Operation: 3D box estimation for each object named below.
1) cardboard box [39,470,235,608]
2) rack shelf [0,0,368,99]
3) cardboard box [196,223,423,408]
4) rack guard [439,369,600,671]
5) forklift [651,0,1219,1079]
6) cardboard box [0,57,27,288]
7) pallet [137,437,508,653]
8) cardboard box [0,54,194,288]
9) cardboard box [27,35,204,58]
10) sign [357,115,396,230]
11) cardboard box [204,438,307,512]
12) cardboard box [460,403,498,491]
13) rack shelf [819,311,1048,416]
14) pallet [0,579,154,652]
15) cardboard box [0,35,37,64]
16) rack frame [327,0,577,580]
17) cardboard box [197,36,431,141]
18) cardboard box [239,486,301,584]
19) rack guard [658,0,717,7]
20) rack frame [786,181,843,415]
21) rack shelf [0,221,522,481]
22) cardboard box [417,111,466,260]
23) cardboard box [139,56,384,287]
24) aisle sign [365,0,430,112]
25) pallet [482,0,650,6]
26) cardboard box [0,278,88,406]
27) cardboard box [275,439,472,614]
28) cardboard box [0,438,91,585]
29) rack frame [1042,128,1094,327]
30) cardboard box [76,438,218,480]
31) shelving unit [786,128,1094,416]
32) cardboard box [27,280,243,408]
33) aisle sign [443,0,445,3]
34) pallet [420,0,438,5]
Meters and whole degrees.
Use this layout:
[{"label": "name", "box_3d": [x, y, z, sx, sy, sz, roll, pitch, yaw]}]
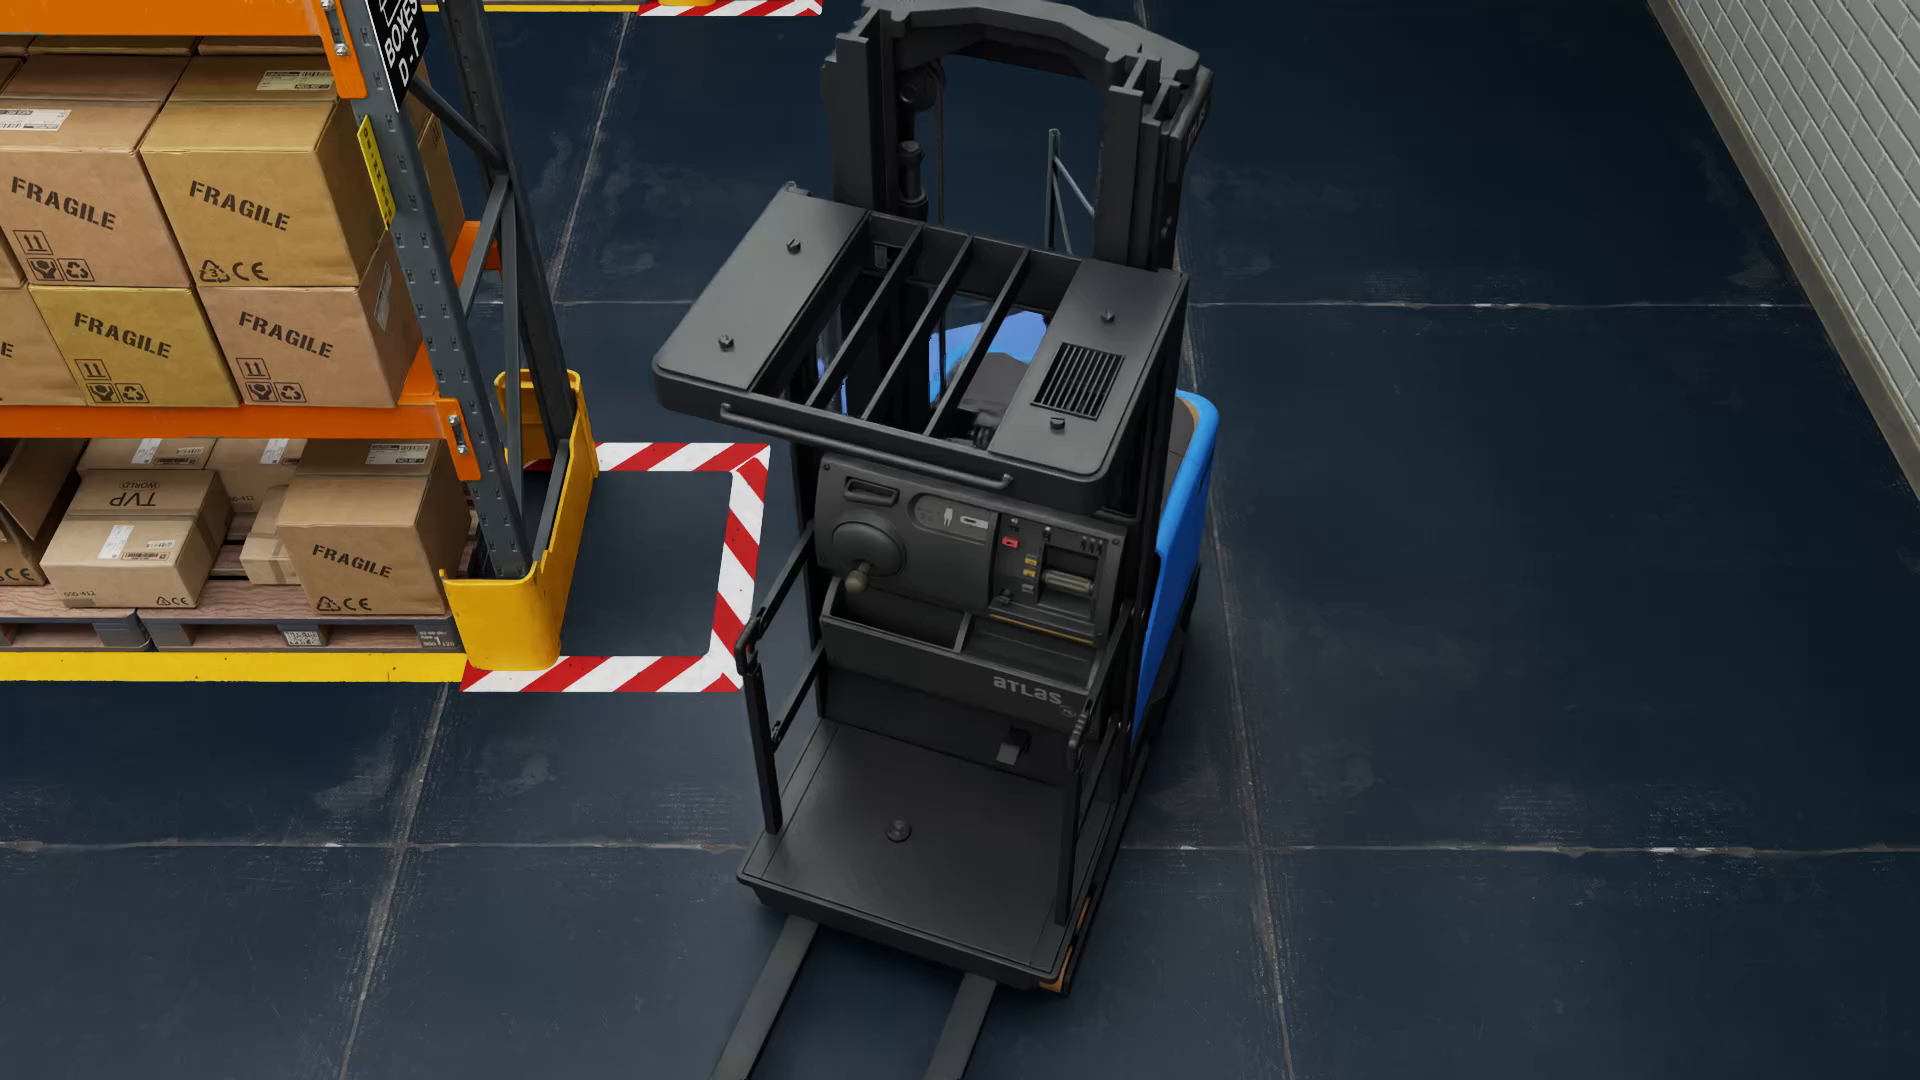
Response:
[{"label": "cardboard box", "box_3d": [-3.136, -0.009, 6.368, 0.500, 0.250, 0.500, 0, 47, 0]}, {"label": "rack shelf", "box_3d": [-3.641, -1.732, 4.836, 4.000, 0.370, 1.077, 0, 47, 0]}, {"label": "cardboard box", "box_3d": [-2.090, -0.786, 5.445, 0.500, 0.500, 0.500, 1, 47, 1]}, {"label": "rack guard", "box_3d": [-1.717, -0.099, 6.581, 0.348, 0.500, 1.175, 0, 47, 0]}, {"label": "forklift", "box_3d": [-0.055, 0.131, 4.707, 1.130, 2.935, 3.031, 15, 49, 13]}, {"label": "cardboard box", "box_3d": [-3.111, -1.123, 5.076, 0.500, 0.500, 0.500, 1, 47, 1]}, {"label": "pallet", "box_3d": [-2.515, -0.002, 6.688, 1.213, 0.211, 1.003, 0, 47, 0]}, {"label": "cardboard box", "box_3d": [-2.593, -1.125, 5.078, 0.500, 0.500, 0.500, 1, 47, 1]}, {"label": "cardboard box", "box_3d": [-2.607, -1.515, 5.440, 0.500, 0.500, 0.500, 1, 47, 1]}, {"label": "sign", "box_3d": [-1.664, -1.046, 4.748, 0.005, 0.325, 0.100, 0, 47, 0]}, {"label": "cardboard box", "box_3d": [-2.684, -0.374, 6.707, 0.500, 0.250, 0.500, 0, 47, 0]}, {"label": "cardboard box", "box_3d": [-2.059, -0.381, 6.784, 0.250, 0.149, 0.380, 0, 47, 0]}, {"label": "rack shelf", "box_3d": [-0.051, -0.606, 6.616, 1.000, 0.185, 0.538, -14, 49, -13]}, {"label": "pallet", "box_3d": [-3.732, -0.007, 6.693, 1.213, 0.211, 1.003, 0, 47, 0]}, {"label": "cardboard box", "box_3d": [-3.107, -1.520, 5.445, 0.500, 0.500, 0.500, 1, 47, 1]}, {"label": "rack frame", "box_3d": [-1.641, -0.950, 5.666, 0.127, 3.000, 1.000, 0, 47, 0]}, {"label": "cardboard box", "box_3d": [-2.084, -1.519, 5.444, 0.500, 0.500, 0.500, 1, 47, 1]}, {"label": "cardboard box", "box_3d": [-2.591, -0.023, 6.438, 0.250, 0.166, 0.380, 0, 47, 0]}, {"label": "rack guard", "box_3d": [-1.603, -3.724, 9.956, 0.348, 0.500, 1.175, 0, 47, 0]}, {"label": "rack frame", "box_3d": [-0.531, -0.606, 6.370, 0.032, 1.500, 0.500, -14, 49, -13]}, {"label": "rack shelf", "box_3d": [-3.641, -0.710, 5.934, 4.000, 0.370, 1.077, 0, 47, 0]}, {"label": "cardboard box", "box_3d": [-2.084, -1.178, 5.810, 0.500, 0.500, 0.500, 1, 47, 1]}, {"label": "cardboard box", "box_3d": [-2.088, -1.125, 5.077, 0.500, 0.500, 0.500, 0, 47, 0]}, {"label": "aisle sign", "box_3d": [-1.574, -1.611, 4.505, 0.004, 0.787, 0.394, 0, 47, 0]}, {"label": "pallet", "box_3d": [-2.427, -3.571, 10.010, 1.213, 0.211, 1.003, 0, 47, 0]}, {"label": "cardboard box", "box_3d": [-3.108, -0.790, 5.449, 0.500, 0.500, 0.500, 0, 47, 0]}, {"label": "cardboard box", "box_3d": [-2.186, -0.069, 6.253, 0.500, 0.500, 0.500, 0, 47, 0]}, {"label": "cardboard box", "box_3d": [-3.763, -0.259, 6.427, 0.637, 0.503, 0.797, 0, 47, 0]}, {"label": "rack frame", "box_3d": [0.429, -0.851, 6.599, 0.032, 1.500, 0.500, -14, 49, -13]}, {"label": "cardboard box", "box_3d": [-3.184, -0.375, 6.708, 0.500, 0.250, 0.500, 0, 47, 0]}, {"label": "shelving unit", "box_3d": [-0.051, -0.729, 6.484, 1.048, 1.500, 0.538, -14, 49, -13]}, {"label": "cardboard box", "box_3d": [-2.609, -0.785, 5.444, 0.500, 0.500, 0.500, 1, 47, 0]}, {"label": "aisle sign", "box_3d": [-1.572, -2.051, 4.914, 0.004, 0.787, 0.394, 0, 47, 0]}, {"label": "pallet", "box_3d": [-3.643, -3.576, 10.015, 1.213, 0.211, 1.003, 0, 47, 0]}]
